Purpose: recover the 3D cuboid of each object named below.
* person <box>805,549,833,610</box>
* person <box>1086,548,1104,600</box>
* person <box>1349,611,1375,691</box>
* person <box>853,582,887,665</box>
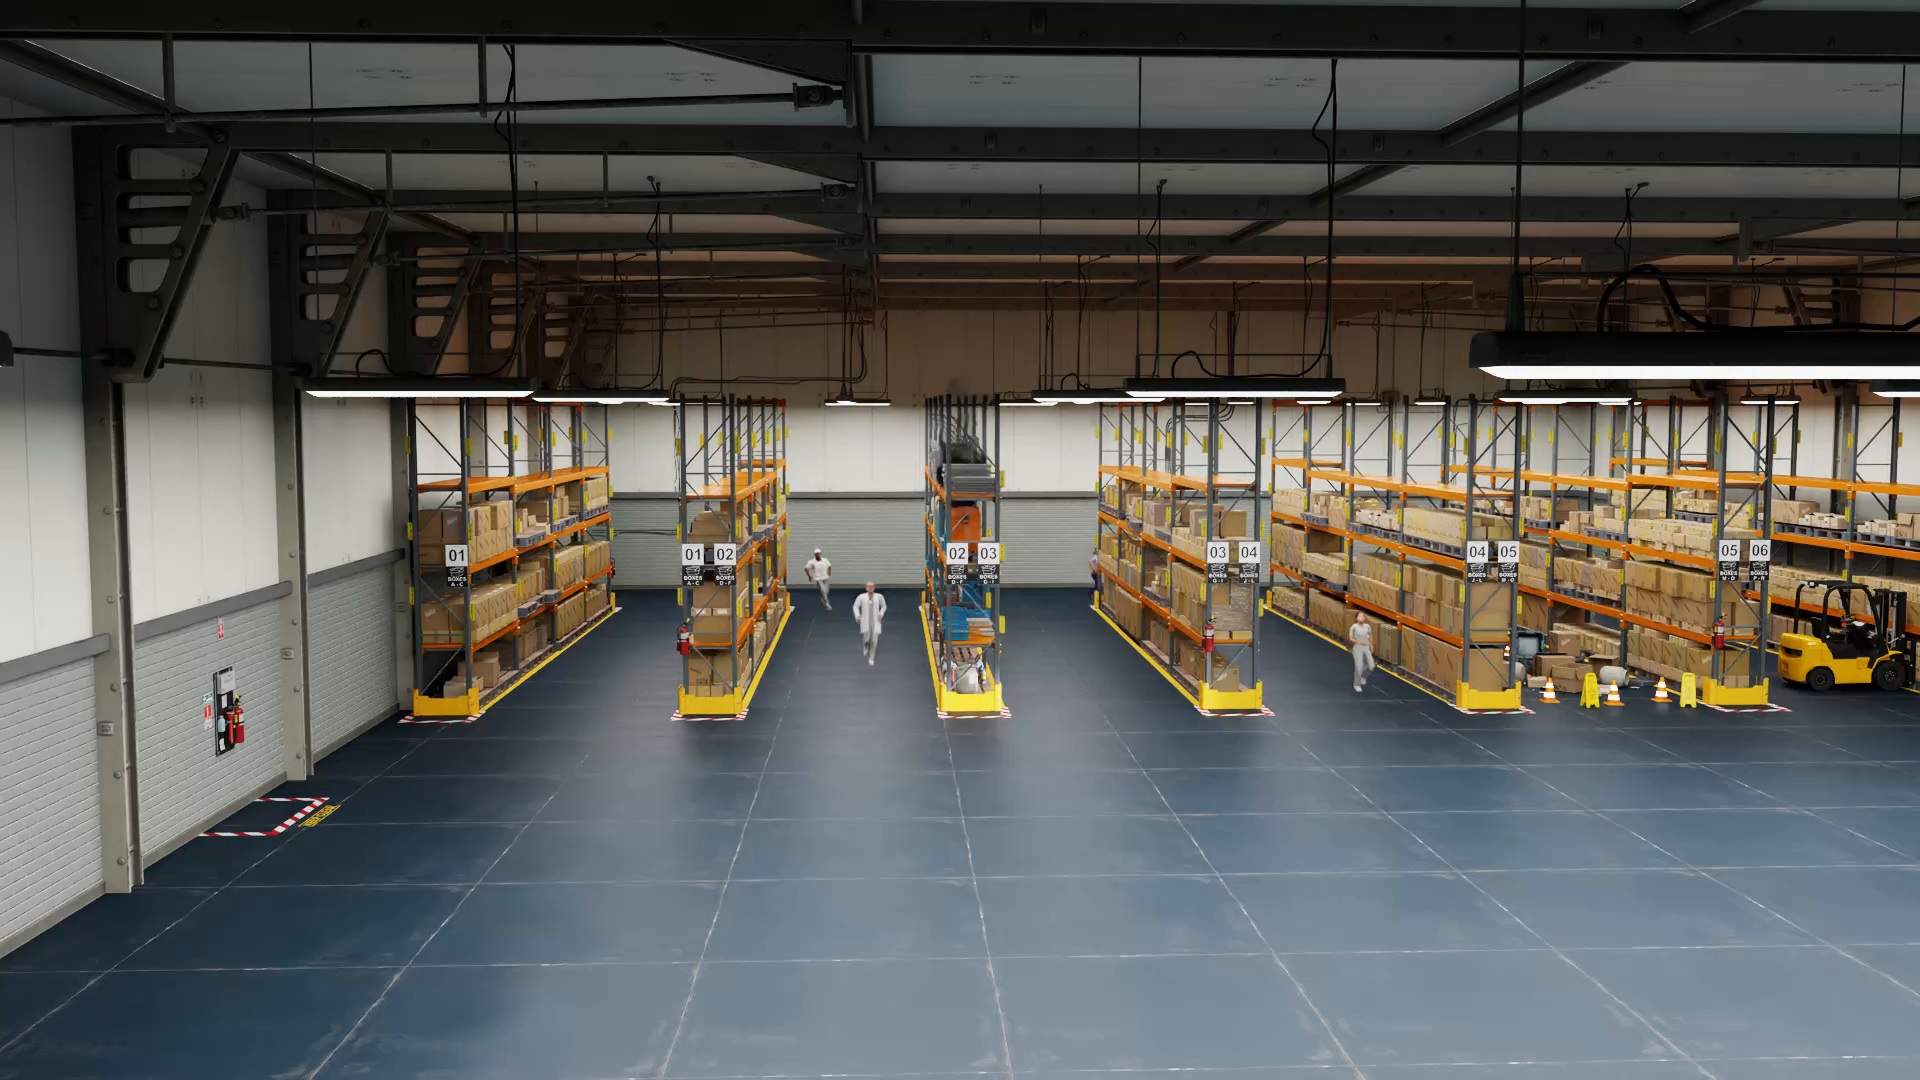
[{"bbox_3d":[-3.974,1.113,47.353,0.765,1.728,0.953,-2,5,-27],"label":"person"},{"bbox_3d":[4.037,1.044,49.007,0.731,1.620,0.614,2,5,24],"label":"person"},{"bbox_3d":[8.168,2.256,33.715,0.572,1.633,0.578,-1,5,-13],"label":"person"},{"bbox_3d":[-1.918,1.773,35.581,0.723,1.762,0.634,-1,5,-9],"label":"person"}]
